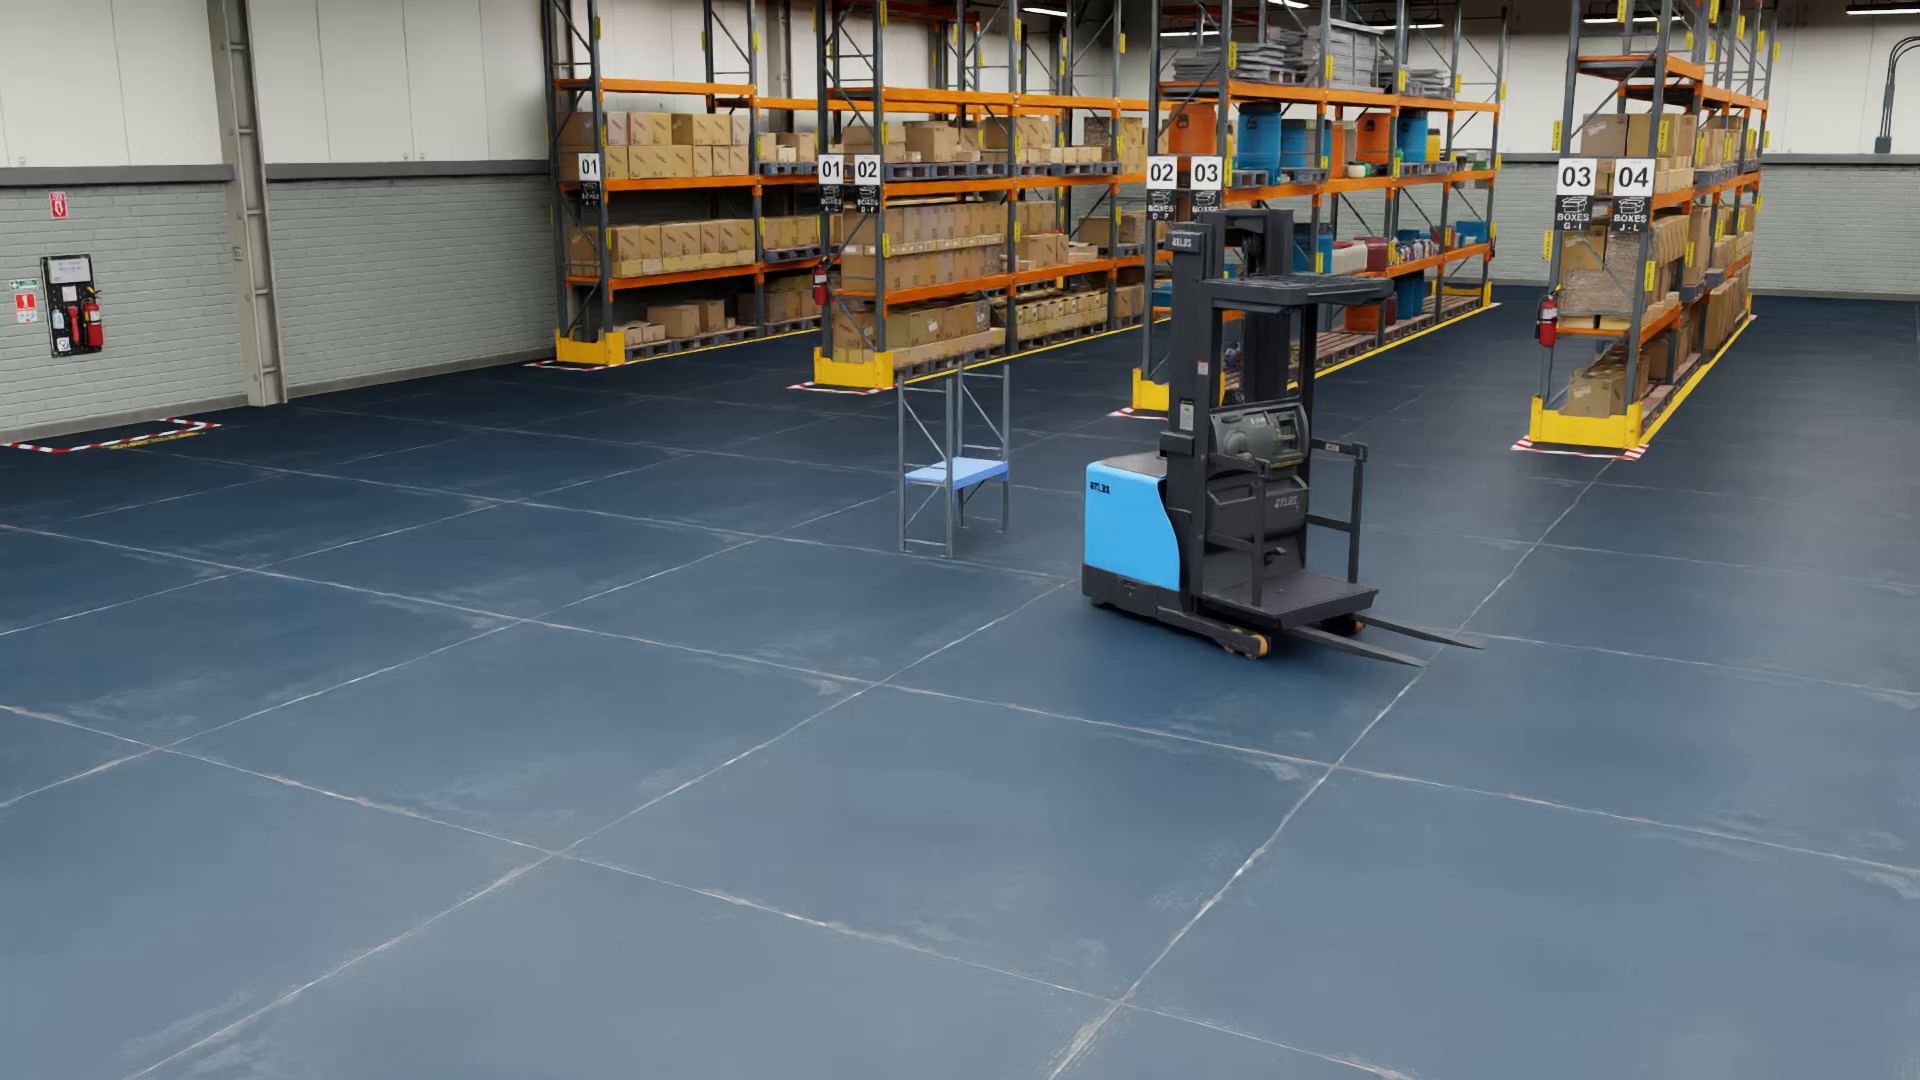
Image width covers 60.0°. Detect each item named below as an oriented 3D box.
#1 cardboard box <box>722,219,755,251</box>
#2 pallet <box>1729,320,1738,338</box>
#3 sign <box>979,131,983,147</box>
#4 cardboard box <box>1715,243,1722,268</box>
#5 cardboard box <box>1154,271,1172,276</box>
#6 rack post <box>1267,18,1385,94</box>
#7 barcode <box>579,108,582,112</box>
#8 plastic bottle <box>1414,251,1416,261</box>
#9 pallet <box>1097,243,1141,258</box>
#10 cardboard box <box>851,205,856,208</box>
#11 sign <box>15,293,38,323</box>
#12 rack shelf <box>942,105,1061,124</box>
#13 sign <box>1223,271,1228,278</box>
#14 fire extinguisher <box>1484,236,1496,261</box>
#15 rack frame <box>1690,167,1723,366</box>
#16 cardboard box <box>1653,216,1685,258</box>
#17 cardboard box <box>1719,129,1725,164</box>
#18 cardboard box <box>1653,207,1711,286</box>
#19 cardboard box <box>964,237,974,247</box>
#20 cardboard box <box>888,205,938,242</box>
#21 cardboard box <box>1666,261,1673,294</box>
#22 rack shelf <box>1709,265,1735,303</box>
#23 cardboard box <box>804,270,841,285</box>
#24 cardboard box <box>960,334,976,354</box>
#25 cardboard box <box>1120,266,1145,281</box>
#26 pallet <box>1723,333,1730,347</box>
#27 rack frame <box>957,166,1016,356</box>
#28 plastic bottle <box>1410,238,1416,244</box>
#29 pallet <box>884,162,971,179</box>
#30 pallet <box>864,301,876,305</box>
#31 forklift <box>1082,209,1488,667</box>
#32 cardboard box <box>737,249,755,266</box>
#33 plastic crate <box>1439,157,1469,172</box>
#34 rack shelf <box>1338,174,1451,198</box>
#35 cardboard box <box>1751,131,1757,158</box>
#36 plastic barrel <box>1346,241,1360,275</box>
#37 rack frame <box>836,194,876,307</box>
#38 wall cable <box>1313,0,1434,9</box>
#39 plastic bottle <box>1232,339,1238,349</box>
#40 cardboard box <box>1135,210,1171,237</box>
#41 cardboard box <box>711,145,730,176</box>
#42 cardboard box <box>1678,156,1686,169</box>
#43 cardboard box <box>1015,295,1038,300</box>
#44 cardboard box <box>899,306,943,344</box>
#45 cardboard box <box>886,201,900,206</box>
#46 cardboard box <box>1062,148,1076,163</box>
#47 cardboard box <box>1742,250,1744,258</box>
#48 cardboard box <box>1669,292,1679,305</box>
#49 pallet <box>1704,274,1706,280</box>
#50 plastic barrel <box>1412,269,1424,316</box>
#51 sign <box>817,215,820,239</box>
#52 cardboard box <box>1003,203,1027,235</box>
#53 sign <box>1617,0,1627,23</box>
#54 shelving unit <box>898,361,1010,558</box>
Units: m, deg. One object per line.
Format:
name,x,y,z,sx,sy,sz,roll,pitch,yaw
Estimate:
cardboard box,-3.873,-5.240,28.548,0.500,0.500,0.500,7,15,28
pallet,13.397,-3.820,29.930,1.003,0.211,1.213,7,15,28
sign,0.432,-8.515,35.280,0.100,0.325,0.005,7,15,28
cardboard box,11.747,-4.432,26.303,0.500,0.500,0.500,7,15,27
cardboard box,4.318,-5.300,34.511,0.500,0.500,0.500,7,15,28
rack post,5.634,-7.376,25.502,1.013,1.000,3.121,7,15,28
barcode,-5.943,-6.737,26.052,0.001,0.075,0.075,7,15,28
plastic bottle,8.088,-5.095,29.693,0.097,0.201,0.097,0,14,0
pallet,2.623,-5.385,30.880,1.213,0.211,1.003,7,15,28
cardboard box,-2.122,-6.395,32.125,0.380,0.149,0.250,5,15,21
sign,-10.754,-2.674,19.149,0.001,0.329,0.234,7,15,28
rack shelf,0.919,-9.495,37.106,1.077,0.370,4.000,7,15,28
sign,3.303,-3.199,20.813,0.100,0.325,0.005,7,15,28
fire extinguisher,11.029,-6.171,34.692,0.296,0.674,0.183,7,15,28
rack frame,11.027,-4.208,25.589,1.000,3.000,0.127,7,15,28
cardboard box,8.876,-3.841,21.082,0.500,0.500,0.500,7,15,28
cardboard box,11.015,-5.832,24.643,0.500,0.500,0.500,8,16,30
cardboard box,9.600,-4.030,22.675,1.000,1.000,1.000,7,15,28
cardboard box,-0.014,-4.586,25.558,0.380,0.149,0.250,7,15,28
cardboard box,-0.756,-4.686,24.591,0.700,0.500,0.500,7,15,28
cardboard box,8.822,-3.495,21.784,0.875,0.500,0.500,7,15,28
rack shelf,11.994,-4.269,27.375,1.077,0.370,4.000,7,15,28
cardboard box,-2.614,-4.992,31.633,0.500,0.250,0.500,8,16,29
cardboard box,-0.089,-3.052,25.766,0.500,0.250,0.500,7,15,28
cardboard box,3.360,-5.238,32.657,0.500,0.250,0.500,7,15,28
pallet,12.654,-3.506,28.627,1.003,0.211,1.213,7,15,28
rack frame,0.423,-4.511,26.843,1.000,3.000,0.127,7,15,28
plastic bottle,8.251,-5.319,30.300,0.144,0.351,0.185,7,15,28
pallet,-0.557,-5.499,24.730,1.003,0.211,1.213,7,15,28
pallet,-1.534,-4.689,33.534,1.003,0.211,1.213,7,15,28
forklift,2.216,-0.751,11.394,1.130,2.935,3.031,-10,17,-36
cardboard box,-3.879,-4.876,28.638,0.500,0.250,0.500,7,15,28
plastic crate,9.465,-7.208,31.912,0.497,0.269,0.590,7,15,28
rack shelf,7.658,-6.288,29.351,1.077,0.370,4.000,7,15,28
cardboard box,14.690,-7.496,31.505,0.700,0.500,0.500,6,15,25
plastic barrel,6.177,-4.502,26.569,0.421,0.512,0.421,0,14,0
rack frame,-1.981,-5.892,32.572,1.000,3.000,0.127,7,15,28
wall cable,10.010,-14.069,39.836,3.097,2.526,0.112,7,15,28
plastic bottle,4.004,-2.756,24.279,0.144,0.351,0.185,8,16,30
cardboard box,3.866,-6.333,33.292,0.700,0.500,0.500,2,14,9
cardboard box,-4.198,-6.354,27.832,0.500,0.500,0.500,6,15,23
cardboard box,8.823,-4.702,20.706,0.380,0.149,0.250,7,15,26
cardboard box,1.103,-4.079,28.825,0.500,0.311,0.500,7,15,27
cardboard box,-0.586,-3.214,24.834,0.500,0.500,0.500,7,15,28
cardboard box,-1.522,-6.529,32.725,0.500,0.250,0.500,8,16,29
cardboard box,1.663,-6.596,28.515,0.500,0.250,0.500,7,15,27
cardboard box,14.021,-5.196,30.221,0.380,0.149,0.250,8,15,29
cardboard box,9.247,-3.188,21.893,0.380,0.149,0.250,7,15,28
pallet,10.106,-3.704,23.907,1.003,0.211,1.213,7,15,28
plastic barrel,8.347,-4.664,31.062,0.600,0.901,0.708,7,15,28
sign,-1.979,-4.432,23.543,0.100,0.325,0.005,7,15,28
cardboard box,0.930,-7.267,37.637,0.980,0.700,0.700,7,15,25
sign,8.605,-6.897,21.609,0.100,0.325,0.005,7,15,28
shelving unit,-0.041,-0.712,14.285,0.538,1.500,1.048,7,15,28
